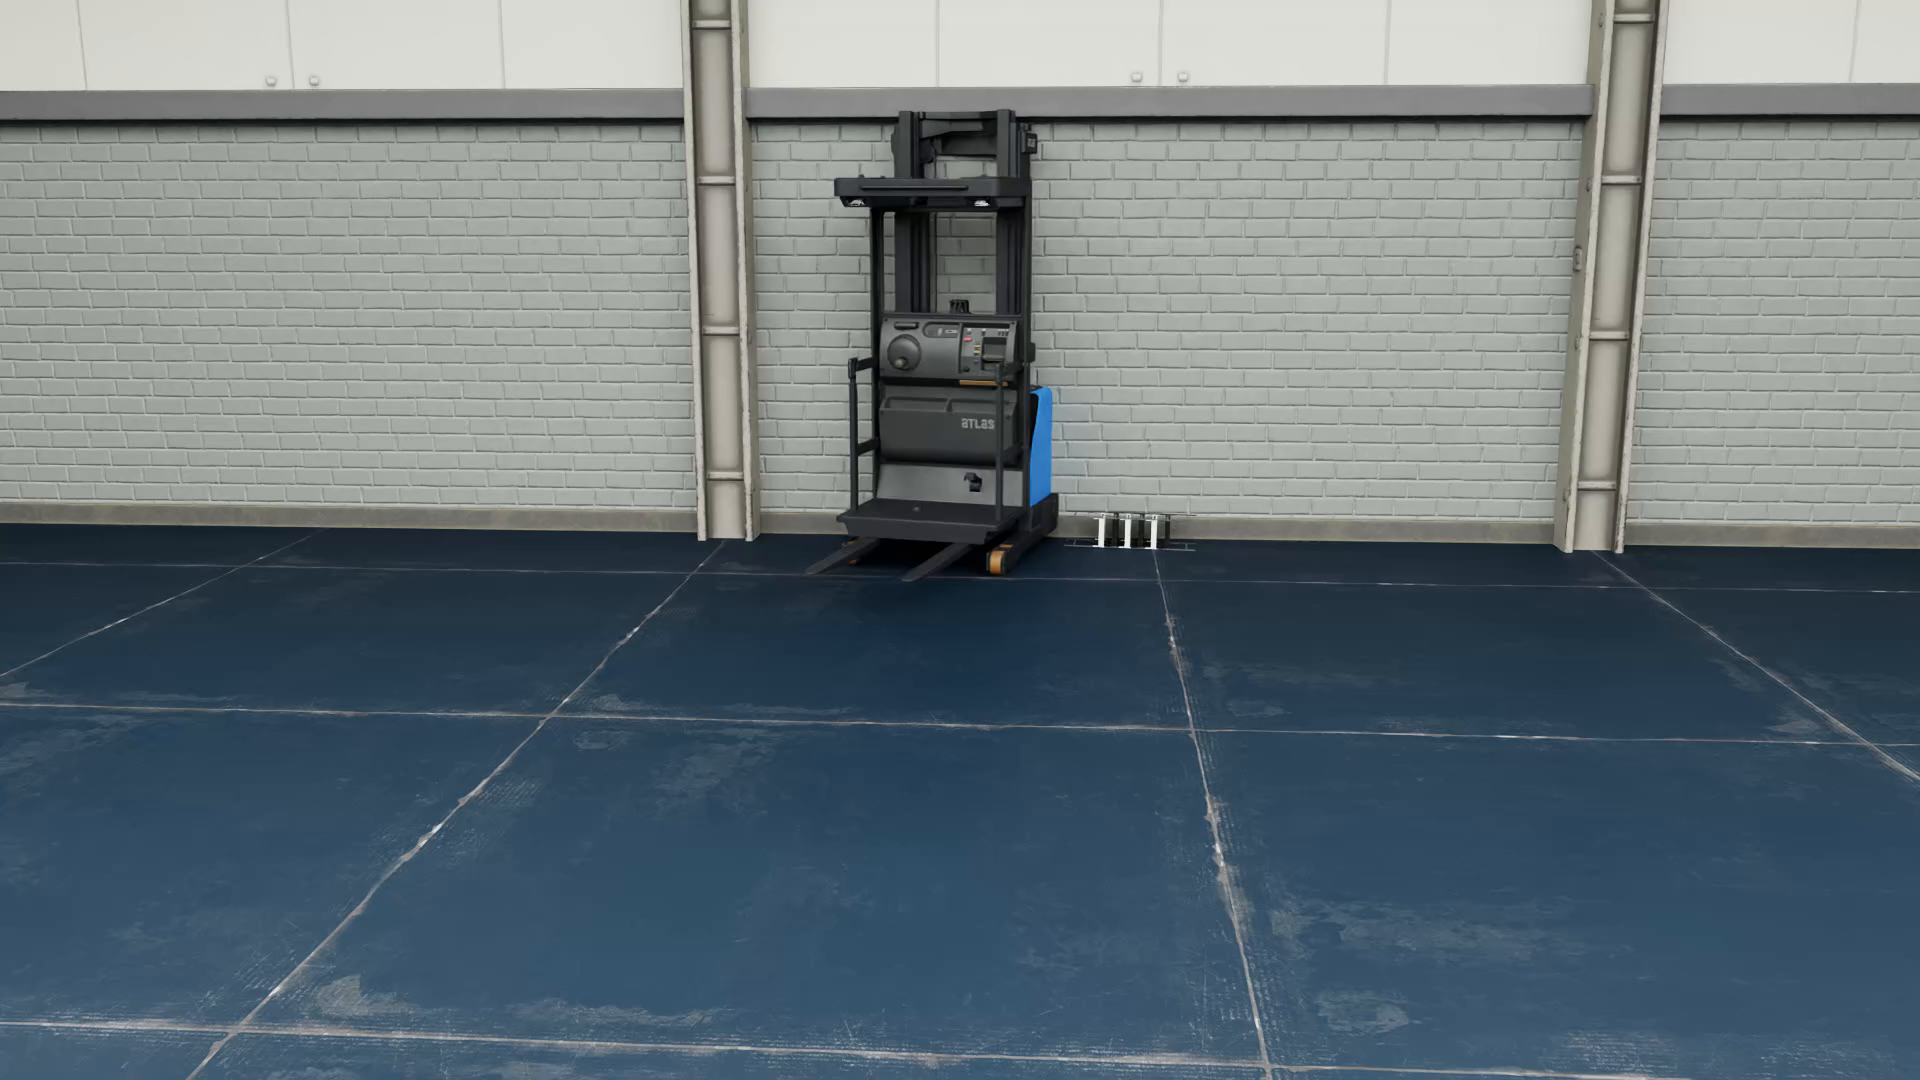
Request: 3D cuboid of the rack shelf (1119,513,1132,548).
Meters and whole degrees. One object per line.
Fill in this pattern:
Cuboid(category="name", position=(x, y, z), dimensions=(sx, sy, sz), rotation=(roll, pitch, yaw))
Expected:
Cuboid(category="rack shelf", position=(1.154, -0.068, 11.562), dimensions=(0.077, 0.200, 0.258), rotation=(2, 12, 8))

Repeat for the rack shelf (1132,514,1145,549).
Cuboid(category="rack shelf", position=(1.243, -0.065, 11.550), dimensions=(0.077, 0.200, 0.258), rotation=(2, 12, 8))

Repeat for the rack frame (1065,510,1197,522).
Cuboid(category="rack frame", position=(1.188, -0.167, 11.537), dimensions=(0.900, 0.006, 0.240), rotation=(2, 12, 8))

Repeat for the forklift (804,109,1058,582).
Cuboid(category="forklift", position=(-0.143, -1.296, 10.807), dimensions=(1.130, 2.935, 3.031), rotation=(4, 12, 17))

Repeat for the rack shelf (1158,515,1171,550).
Cuboid(category="rack shelf", position=(1.421, -0.058, 11.525), dimensions=(0.077, 0.200, 0.258), rotation=(2, 12, 8))

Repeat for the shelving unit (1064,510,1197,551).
Cuboid(category="shelving unit", position=(1.187, -0.067, 11.558), dimensions=(0.900, 0.210, 0.258), rotation=(2, 12, 8))

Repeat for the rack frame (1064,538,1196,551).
Cuboid(category="rack frame", position=(1.186, 0.032, 11.578), dimensions=(0.900, 0.006, 0.240), rotation=(2, 12, 8))

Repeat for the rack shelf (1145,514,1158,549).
Cuboid(category="rack shelf", position=(1.332, -0.062, 11.537), dimensions=(0.077, 0.200, 0.258), rotation=(2, 12, 8))

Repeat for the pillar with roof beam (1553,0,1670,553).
Cuboid(category="pillar with roof beam", position=(4.052, -3.470, 6.378), dimensions=(0.400, 9.000, 9.100), rotation=(1, 12, 4))

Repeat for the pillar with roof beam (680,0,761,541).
Cuboid(category="pillar with roof beam", position=(-1.935, -3.552, 6.771), dimensions=(0.400, 9.000, 9.100), rotation=(1, 12, 4))

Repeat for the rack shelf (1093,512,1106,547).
Cuboid(category="rack shelf", position=(0.976, -0.075, 11.587), dimensions=(0.077, 0.200, 0.258), rotation=(2, 12, 8))

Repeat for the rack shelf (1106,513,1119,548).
Cuboid(category="rack shelf", position=(1.065, -0.072, 11.575), dimensions=(0.077, 0.200, 0.258), rotation=(2, 12, 8))
